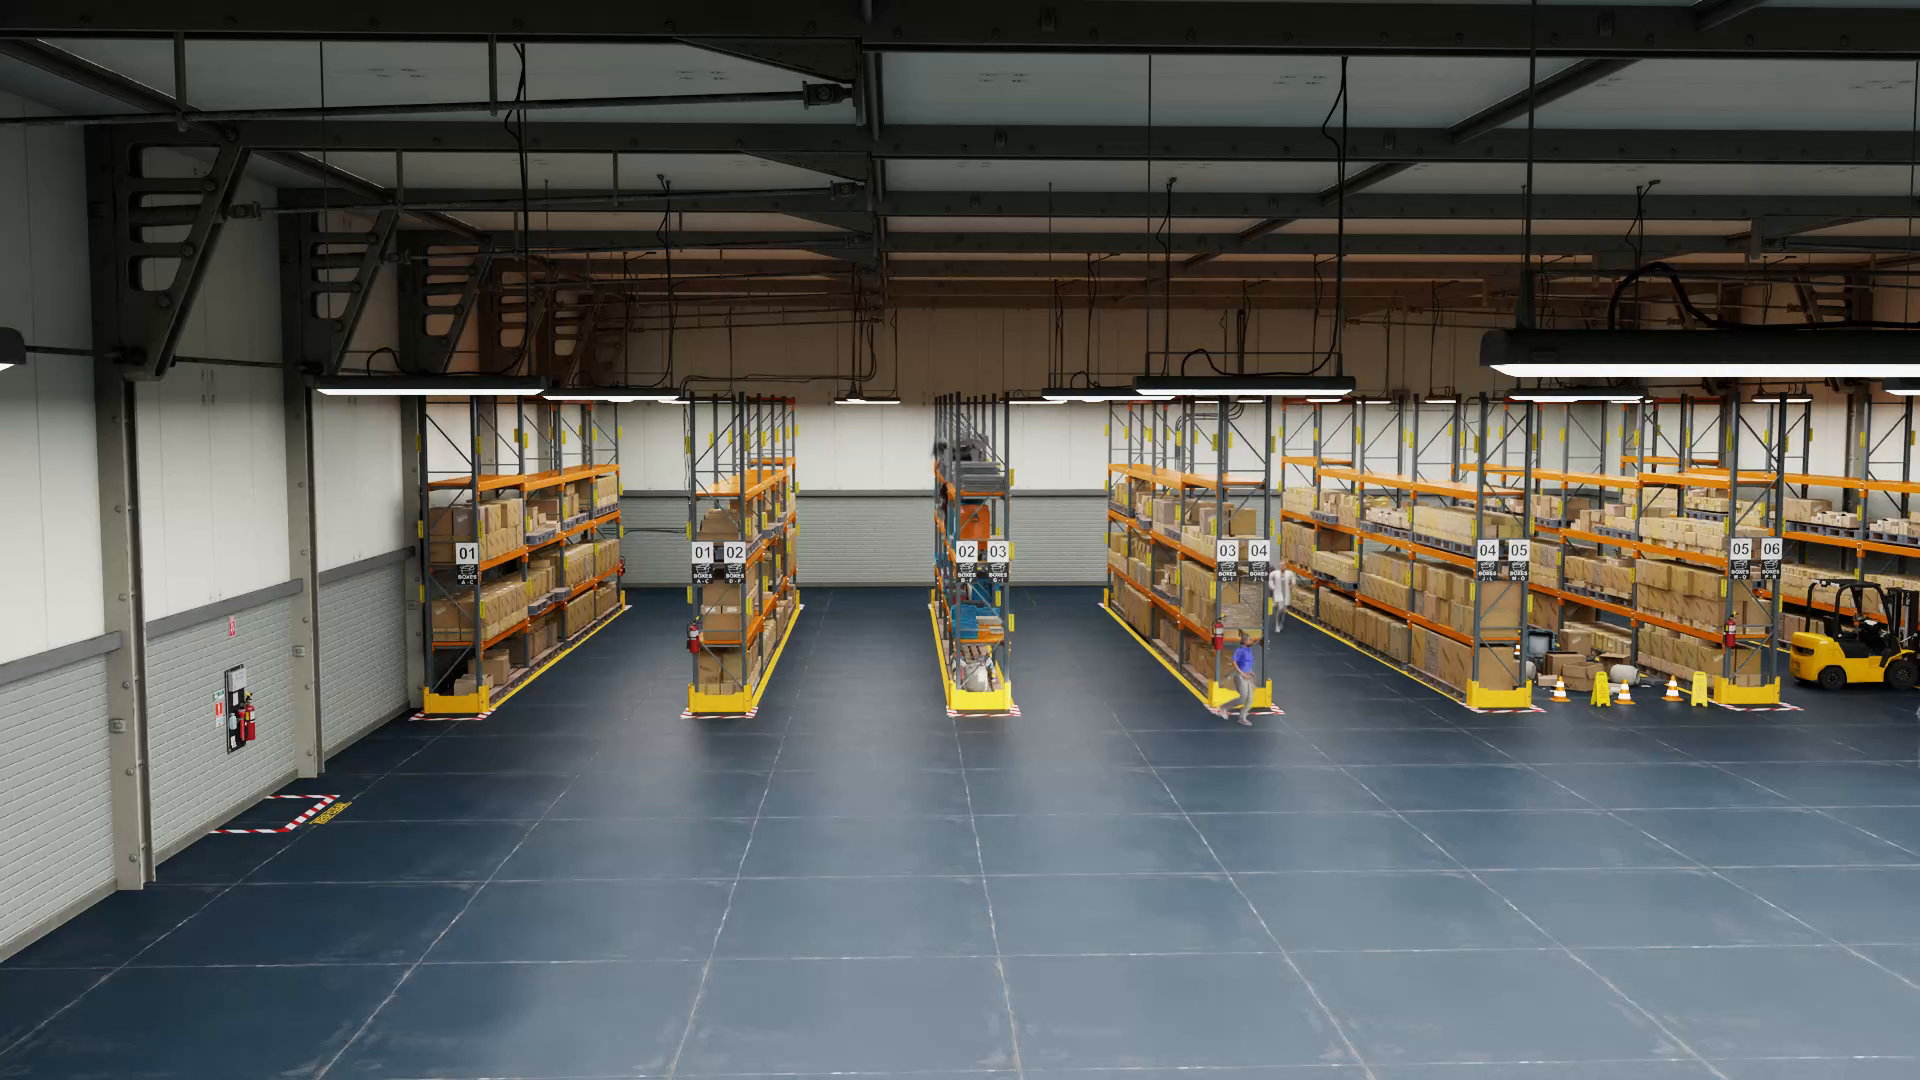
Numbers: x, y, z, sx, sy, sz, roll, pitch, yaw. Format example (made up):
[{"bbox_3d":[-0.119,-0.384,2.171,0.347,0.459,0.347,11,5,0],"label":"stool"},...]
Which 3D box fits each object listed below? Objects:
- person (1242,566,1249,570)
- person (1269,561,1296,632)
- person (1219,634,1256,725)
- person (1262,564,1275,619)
[{"bbox_3d":[7.947,1.228,46.697,0.551,1.518,0.483,0,5,1],"label":"person"},{"bbox_3d":[8.247,1.456,42.471,0.666,1.841,0.818,0,5,-1],"label":"person"},{"bbox_3d":[5.103,2.511,30.214,0.615,1.615,0.619,3,6,34],"label":"person"},{"bbox_3d":[8.118,1.399,44.432,0.670,1.617,0.784,0,5,0],"label":"person"}]
